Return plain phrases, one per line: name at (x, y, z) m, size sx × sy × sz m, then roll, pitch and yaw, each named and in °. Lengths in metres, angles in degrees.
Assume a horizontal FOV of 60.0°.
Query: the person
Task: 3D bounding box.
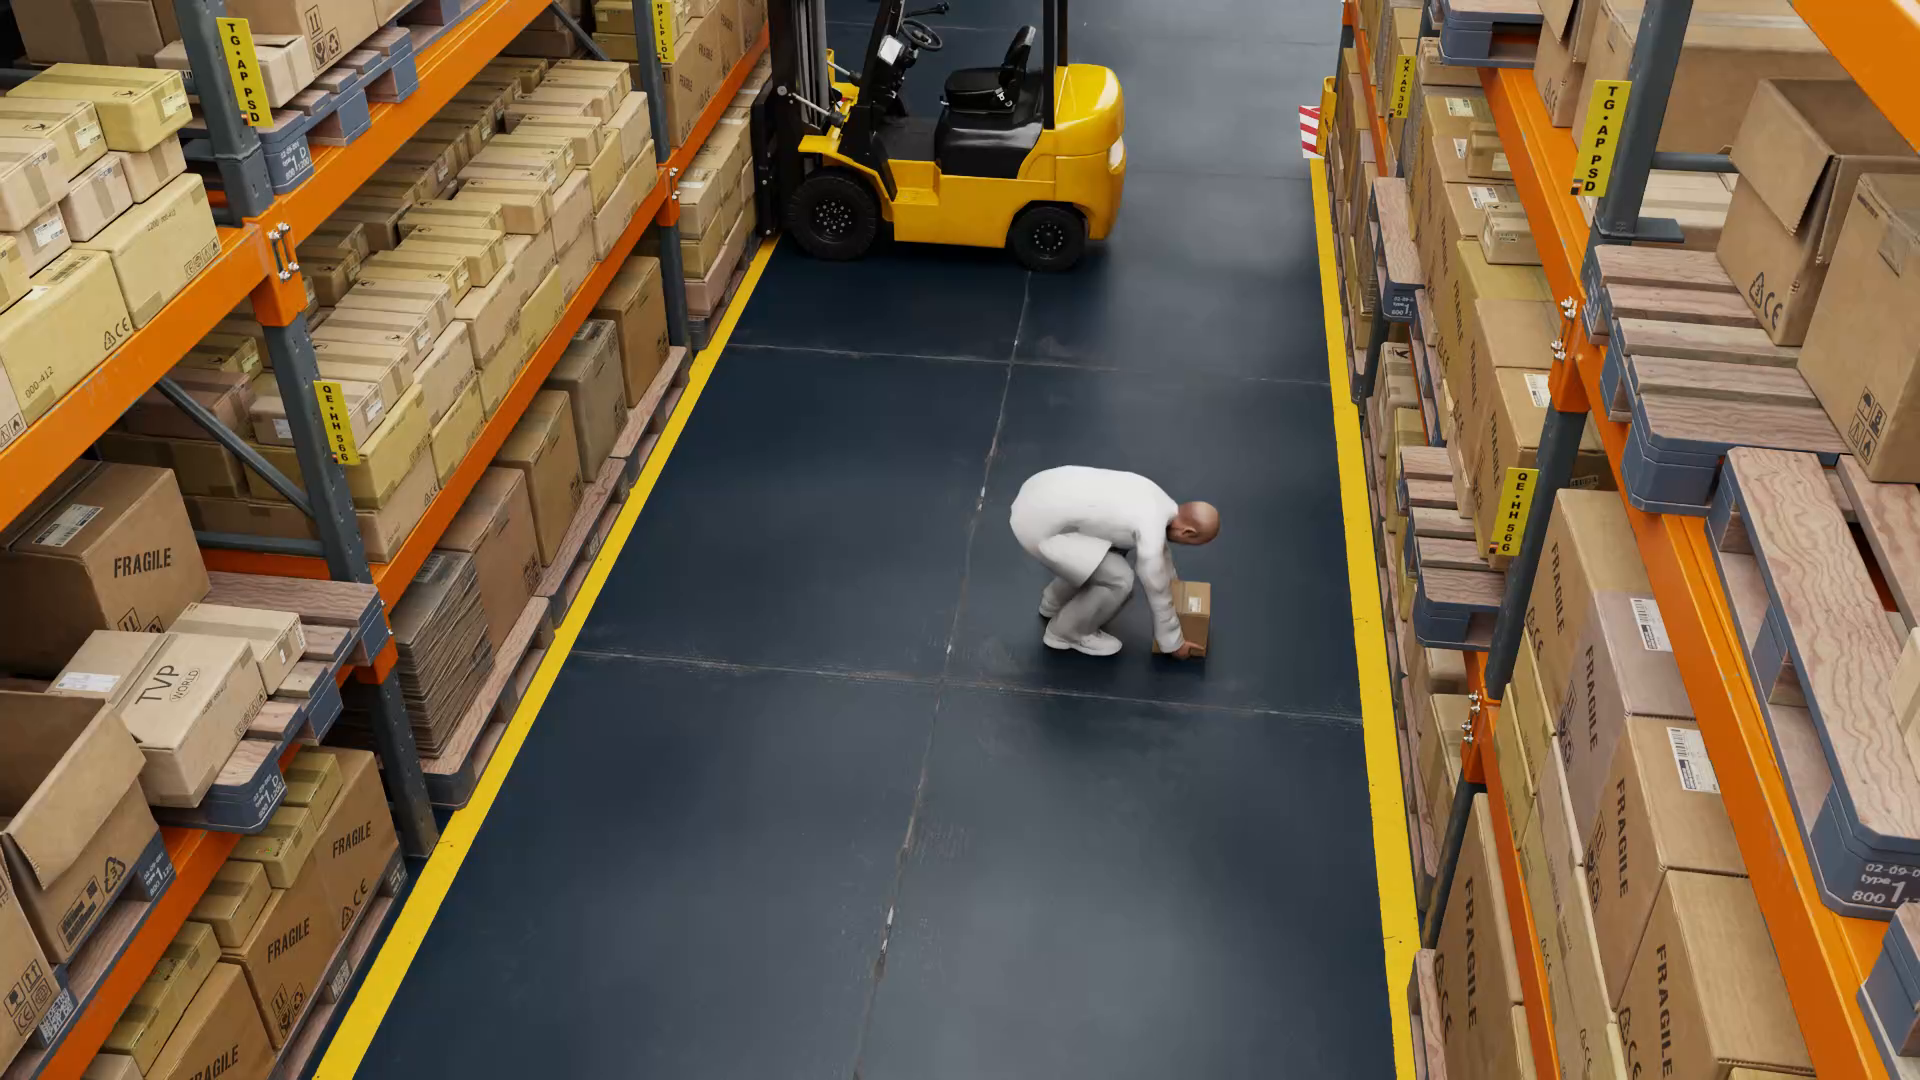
person at (0.704, 0.087, 7.704) m, size 0.952 × 0.911 × 0.590 m, roll 3°, pitch 36°, yaw 4°
